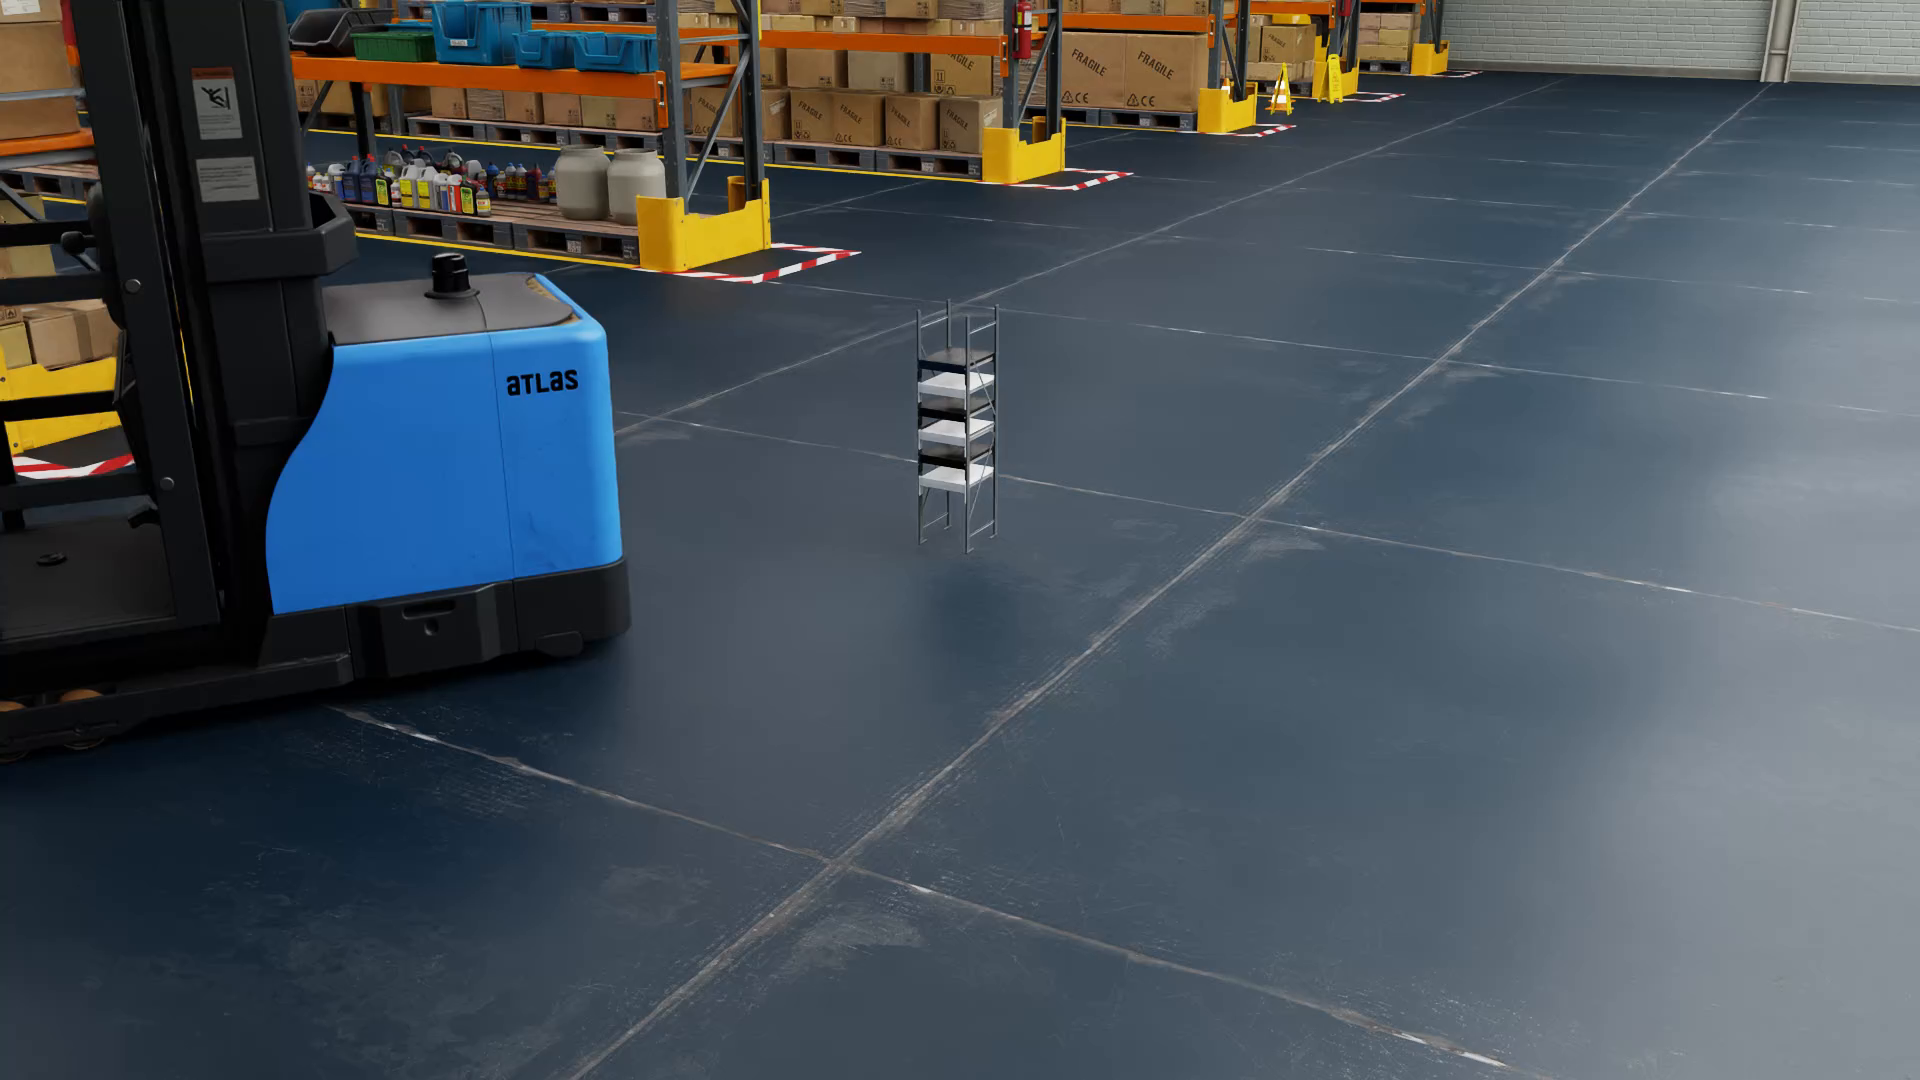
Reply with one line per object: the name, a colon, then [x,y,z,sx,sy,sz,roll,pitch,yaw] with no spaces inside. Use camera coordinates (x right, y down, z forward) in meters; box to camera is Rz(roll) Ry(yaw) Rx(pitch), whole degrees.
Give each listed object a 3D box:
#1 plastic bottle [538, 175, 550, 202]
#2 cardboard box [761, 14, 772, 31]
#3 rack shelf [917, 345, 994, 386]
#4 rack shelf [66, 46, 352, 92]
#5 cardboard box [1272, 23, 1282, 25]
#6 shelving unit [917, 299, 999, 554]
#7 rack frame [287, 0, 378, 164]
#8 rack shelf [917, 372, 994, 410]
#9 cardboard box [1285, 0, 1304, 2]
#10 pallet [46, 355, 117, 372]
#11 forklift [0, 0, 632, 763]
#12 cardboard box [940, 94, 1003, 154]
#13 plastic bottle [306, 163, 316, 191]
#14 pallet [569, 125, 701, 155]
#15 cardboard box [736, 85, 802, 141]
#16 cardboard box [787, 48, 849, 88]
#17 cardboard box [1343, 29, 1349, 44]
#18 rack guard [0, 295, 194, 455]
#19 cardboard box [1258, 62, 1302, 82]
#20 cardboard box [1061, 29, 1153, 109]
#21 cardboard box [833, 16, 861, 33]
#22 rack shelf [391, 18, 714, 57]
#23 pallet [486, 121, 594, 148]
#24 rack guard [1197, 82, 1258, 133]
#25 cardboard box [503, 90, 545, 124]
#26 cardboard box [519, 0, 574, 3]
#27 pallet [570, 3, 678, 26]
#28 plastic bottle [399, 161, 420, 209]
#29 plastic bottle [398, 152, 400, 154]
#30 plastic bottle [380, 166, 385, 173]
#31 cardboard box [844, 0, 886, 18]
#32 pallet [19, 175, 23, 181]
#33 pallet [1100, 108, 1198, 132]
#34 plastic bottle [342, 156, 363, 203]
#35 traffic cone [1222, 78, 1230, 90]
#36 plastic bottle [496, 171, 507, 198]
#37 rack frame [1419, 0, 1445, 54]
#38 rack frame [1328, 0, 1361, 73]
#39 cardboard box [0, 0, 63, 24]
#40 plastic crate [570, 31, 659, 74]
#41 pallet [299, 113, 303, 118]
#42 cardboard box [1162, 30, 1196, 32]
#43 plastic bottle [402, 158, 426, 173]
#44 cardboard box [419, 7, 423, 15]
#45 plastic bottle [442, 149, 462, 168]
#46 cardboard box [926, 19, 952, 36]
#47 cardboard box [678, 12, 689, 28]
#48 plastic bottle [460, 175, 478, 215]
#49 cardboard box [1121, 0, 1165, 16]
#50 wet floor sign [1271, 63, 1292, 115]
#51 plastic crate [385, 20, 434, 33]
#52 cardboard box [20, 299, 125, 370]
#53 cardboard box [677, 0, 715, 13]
plastic bottle: [-3.248,-2.751,13.008,0.097,0.201,0.097,0,20,0]
cardboard box: [-1.897,-5.173,16.596,0.250,0.149,0.380,11,23,27]
rack shelf: [-0.007,-0.647,6.135,0.200,0.077,0.258,11,23,27]
rack shelf: [-6.965,-4.108,14.345,4.000,0.370,1.077,11,23,27]
cardboard box: [4.473,-7.436,24.782,0.500,0.500,0.500,10,22,25]
shelving unit: [-0.007,-0.424,6.215,0.210,0.900,0.258,11,23,27]
rack frame: [-5.219,-4.113,13.306,0.127,3.000,1.000,11,23,27]
rack shelf: [-0.007,-0.562,6.165,0.200,0.077,0.258,11,23,27]
cardboard box: [4.816,-7.762,23.734,0.250,0.149,0.380,10,22,27]
pallet: [-4.833,-0.778,8.200,1.213,0.211,1.003,11,23,27]
forklift: [-2.626,-0.960,4.715,3.031,2.935,1.130,-9,22,-23]
cardboard box: [0.152,-4.054,16.191,0.500,0.500,0.500,16,25,37]
plastic bottle: [-5.154,-2.854,13.190,0.097,0.271,0.097,0,20,0]
pallet: [-3.483,-4.406,18.202,1.213,0.211,1.003,11,23,27]
cardboard box: [-1.970,-4.439,17.253,0.500,0.500,0.500,-17,26,-39]
cardboard box: [-1.722,-6.425,22.363,0.750,0.750,1.050,11,23,27]
cardboard box: [6.469,-8.645,28.482,0.500,0.250,0.500,10,22,26]
rack guard: [-4.124,-0.795,7.824,0.348,0.500,1.175,11,23,27]
cardboard box: [4.664,-6.836,24.228,0.500,0.250,0.500,11,23,27]
cardboard box: [1.803,-5.820,20.510,0.875,0.875,0.875,10,22,26]
cardboard box: [-1.021,-5.009,16.142,0.250,0.149,0.380,11,23,27]
rack shelf: [-4.549,-5.582,18.410,4.000,0.370,1.077,11,23,27]
pallet: [-4.553,-4.608,18.760,1.213,0.211,1.003,11,23,27]
rack guard: [3.217,-5.203,19.976,0.348,0.500,1.175,11,23,27]
cardboard box: [-4.712,-4.999,18.767,0.500,0.500,0.700,13,24,32]
cardboard box: [-4.361,-6.095,18.000,0.637,0.503,0.797,13,24,33]
pallet: [-3.399,-5.668,17.873,1.213,0.211,1.003,11,23,27]
plastic bottle: [-4.180,-2.715,12.690,0.185,0.351,0.144,11,22,27]
plastic bottle: [-4.638,-3.061,13.744,0.133,0.283,0.061,12,23,30]
plastic bottle: [-4.531,-2.792,13.018,0.097,0.271,0.097,0,20,0]
cardboard box: [-0.688,-5.352,16.139,0.500,0.500,0.875,11,23,27]
pallet: [-9.419,-3.586,15.942,1.213,0.211,1.003,11,23,27]
pallet: [2.460,-5.181,20.339,1.213,0.211,1.003,11,23,27]
plastic bottle: [-4.716,-2.817,12.972,0.185,0.351,0.144,11,23,29]
traffic cone: [3.425,-5.701,21.402,0.334,0.463,0.336,11,23,27]
plastic bottle: [-3.630,-2.824,13.209,0.097,0.201,0.097,0,20,0]
rack frame: [7.939,-9.351,27.745,0.127,3.000,1.000,11,23,27]
rack frame: [5.522,-7.873,23.670,0.127,3.000,1.000,11,23,27]
cardboard box: [-4.383,-2.455,7.637,0.250,0.149,0.380,11,22,27]
plastic crate: [-2.309,-3.372,11.481,0.616,0.251,0.499,11,23,27]
pallet: [-9.077,-5.501,21.222,1.213,0.211,1.003,11,23,27]
cardboard box: [3.338,-7.445,24.806,0.500,0.500,0.500,12,23,30]
plastic bottle: [-4.399,-2.938,13.415,0.135,0.276,0.152,11,23,27]
cardboard box: [-6.587,-6.462,19.633,0.500,0.500,0.500,12,23,29]
plastic bottle: [-4.066,-2.968,13.388,0.185,0.351,0.144,11,22,27]
cardboard box: [-0.122,-4.858,15.728,0.250,0.149,0.380,11,23,27]
cardboard box: [-2.762,-5.344,17.068,0.250,0.149,0.380,11,23,27]
plastic bottle: [-3.655,-2.567,12.381,0.133,0.283,0.061,11,23,29]
cardboard box: [2.359,-6.586,19.903,0.550,0.550,0.875,11,23,27]
wet floor sign: [4.187,-5.860,21.574,0.232,0.644,0.267,7,21,18]
plastic crate: [-4.120,-3.940,13.046,0.616,0.251,0.499,11,23,27]
cardboard box: [-4.505,-1.034,8.234,0.500,0.250,0.500,11,23,27]
cardboard box: [-2.440,-5.681,17.046,0.500,0.500,0.875,11,23,27]
